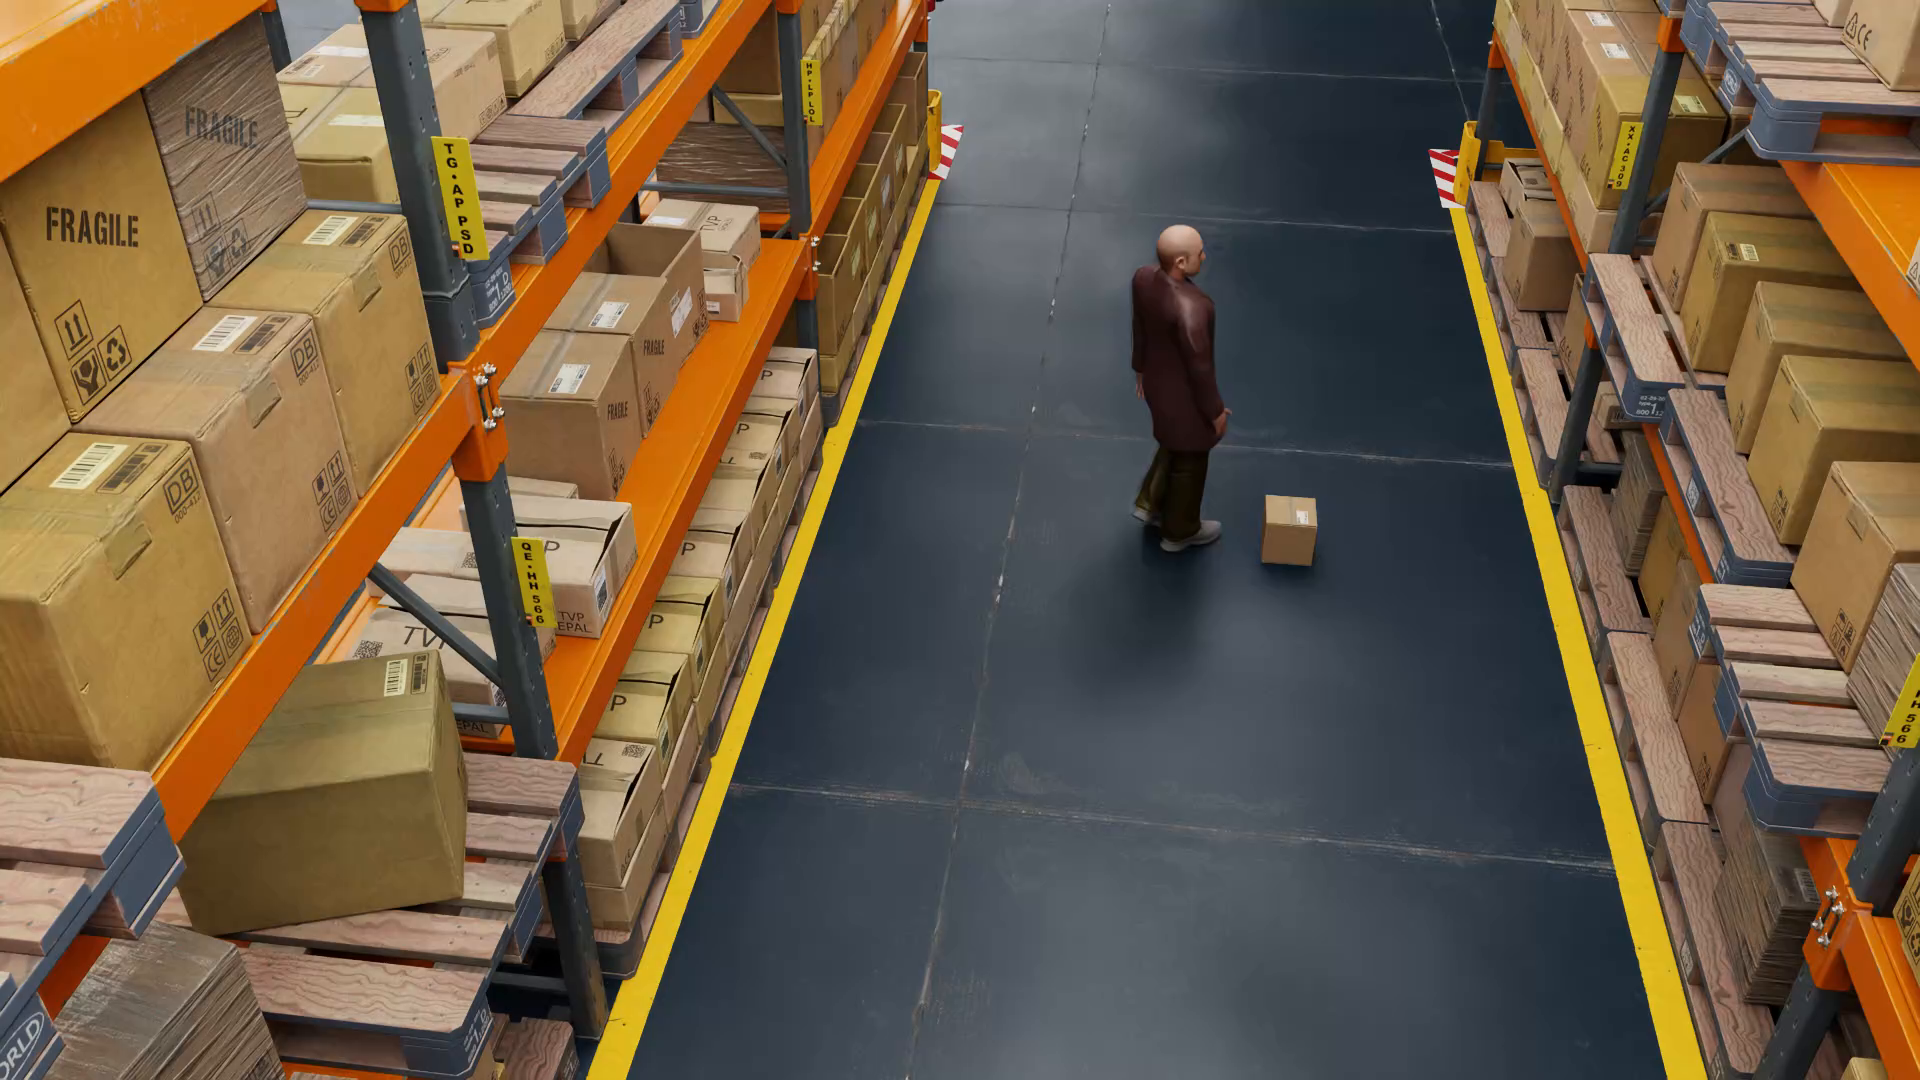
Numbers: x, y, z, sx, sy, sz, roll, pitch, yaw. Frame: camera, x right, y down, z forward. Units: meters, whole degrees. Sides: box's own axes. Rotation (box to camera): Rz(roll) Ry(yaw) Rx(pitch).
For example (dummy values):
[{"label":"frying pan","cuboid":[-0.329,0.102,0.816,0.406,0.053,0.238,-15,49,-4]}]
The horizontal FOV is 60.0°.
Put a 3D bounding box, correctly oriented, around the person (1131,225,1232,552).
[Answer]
[{"label":"person","cuboid":[1.108,-0.666,8.086,0.505,1.729,0.623,-14,38,-18]}]
